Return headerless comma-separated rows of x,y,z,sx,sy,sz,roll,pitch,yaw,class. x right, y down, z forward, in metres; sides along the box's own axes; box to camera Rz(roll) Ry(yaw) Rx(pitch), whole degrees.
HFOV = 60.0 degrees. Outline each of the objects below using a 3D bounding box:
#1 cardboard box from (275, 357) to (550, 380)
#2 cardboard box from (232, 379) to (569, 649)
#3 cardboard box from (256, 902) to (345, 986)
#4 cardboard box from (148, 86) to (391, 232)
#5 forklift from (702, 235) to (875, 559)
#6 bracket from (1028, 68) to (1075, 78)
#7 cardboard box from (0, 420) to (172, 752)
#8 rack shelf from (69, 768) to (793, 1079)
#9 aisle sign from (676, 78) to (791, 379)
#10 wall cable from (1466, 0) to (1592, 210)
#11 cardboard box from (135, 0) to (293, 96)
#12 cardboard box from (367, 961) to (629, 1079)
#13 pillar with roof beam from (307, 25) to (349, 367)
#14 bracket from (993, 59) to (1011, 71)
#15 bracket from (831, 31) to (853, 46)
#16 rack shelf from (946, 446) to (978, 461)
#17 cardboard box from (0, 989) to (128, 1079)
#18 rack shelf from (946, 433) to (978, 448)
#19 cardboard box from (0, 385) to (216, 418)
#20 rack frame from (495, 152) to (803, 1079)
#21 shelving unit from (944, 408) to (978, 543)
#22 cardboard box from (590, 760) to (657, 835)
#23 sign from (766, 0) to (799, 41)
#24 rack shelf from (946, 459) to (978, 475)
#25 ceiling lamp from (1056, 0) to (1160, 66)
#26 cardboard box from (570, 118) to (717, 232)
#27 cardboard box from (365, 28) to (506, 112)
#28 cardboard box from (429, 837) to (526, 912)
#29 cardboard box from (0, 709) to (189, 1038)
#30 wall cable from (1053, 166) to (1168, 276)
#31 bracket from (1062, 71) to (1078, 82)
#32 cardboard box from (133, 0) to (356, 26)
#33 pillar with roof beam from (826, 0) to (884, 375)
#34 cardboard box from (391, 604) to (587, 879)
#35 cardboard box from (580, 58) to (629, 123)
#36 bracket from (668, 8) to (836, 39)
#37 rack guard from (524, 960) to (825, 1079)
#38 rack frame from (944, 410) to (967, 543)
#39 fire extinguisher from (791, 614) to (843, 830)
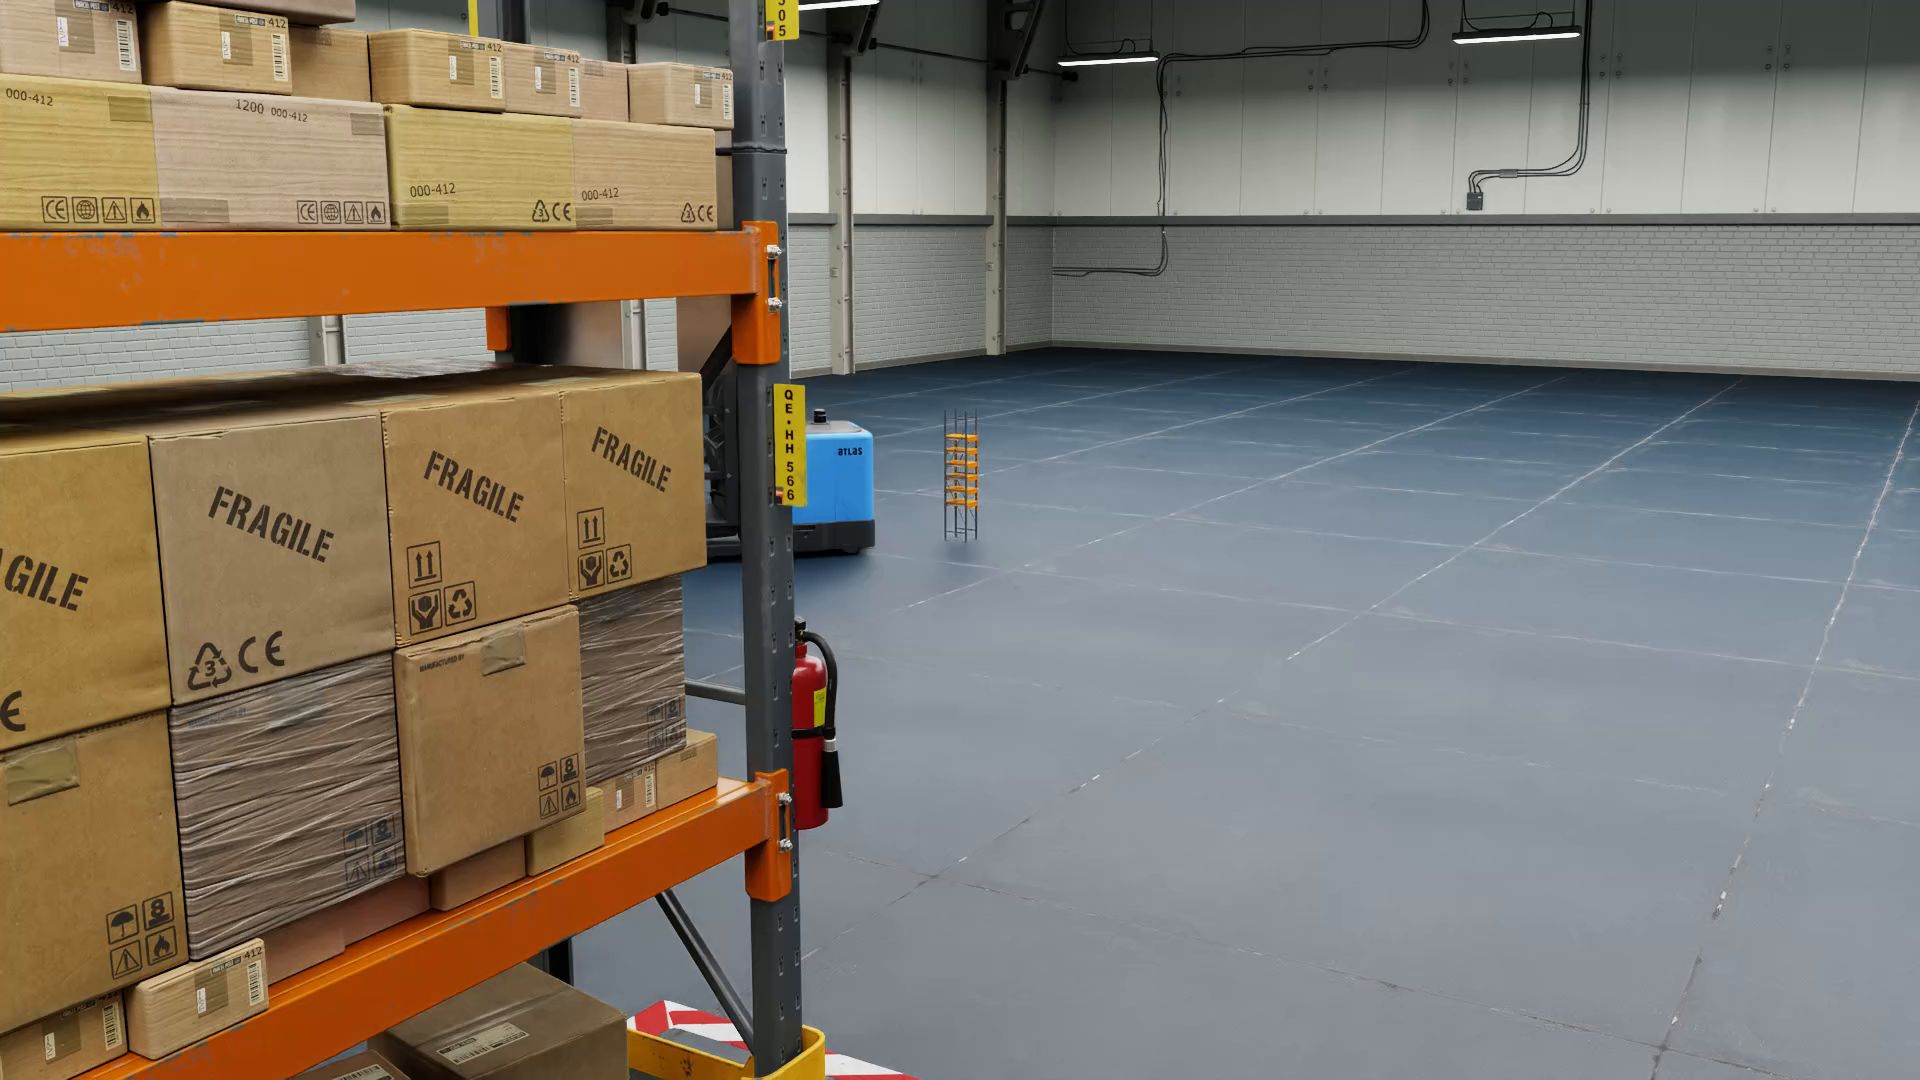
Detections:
-1.435,-0.210,4.424,0.500,0.500,0.500,6,12,31,cardboard box
-1.246,-0.081,3.736,0.500,0.500,0.500,6,12,31,cardboard box
-1.523,0.802,3.496,0.380,0.149,0.250,6,12,31,cardboard box
-1.480,-0.726,3.232,0.500,0.250,0.500,7,13,32,cardboard box
-2.319,-1.329,14.385,3.031,2.935,1.130,-3,11,-15,forklift
2.255,-10.728,38.319,0.076,0.066,3.189,6,12,31,bracket
-1.774,0.075,2.902,0.500,0.500,0.500,6,12,31,cardboard box
-1.955,1.084,3.262,1.077,0.370,4.000,6,12,31,rack shelf
-0.628,-0.843,4.536,0.394,0.787,0.004,6,12,31,aisle sign
11.578,-9.747,33.617,2.305,6.003,0.169,6,12,31,wall cable
-1.476,-0.903,3.095,0.380,0.149,0.250,6,12,28,cardboard box
-1.255,1.535,4.551,0.500,0.500,0.500,9,14,41,cardboard box
-4.853,-5.406,19.670,9.100,9.000,0.400,6,12,31,pillar with roof beam
0.901,-10.318,36.127,0.235,0.232,0.430,6,12,31,bracket
-2.215,-9.374,31.087,0.235,0.232,0.430,6,12,31,bracket
0.008,-0.784,15.116,0.258,0.103,0.180,6,12,31,rack shelf
-1.767,0.883,3.066,0.380,0.149,0.250,6,12,31,cardboard box
0.008,-0.902,15.094,0.258,0.103,0.180,6,12,31,rack shelf
-1.959,-0.054,3.587,0.500,0.500,0.500,6,12,31,cardboard box
-0.917,0.416,4.876,1.000,3.000,0.127,6,12,31,rack frame
0.008,-0.592,15.152,0.258,1.200,0.189,6,12,31,shelving unit
-1.019,0.643,4.344,0.380,0.149,0.250,6,12,31,cardboard box
-0.453,-1.437,4.218,0.100,0.325,0.005,6,12,31,sign
0.008,-0.666,15.138,0.258,0.103,0.180,6,12,31,rack shelf
2.866,-10.455,30.781,2.000,3.185,0.800,6,12,31,ceiling lamp
-0.950,-0.884,4.079,0.500,0.250,0.500,7,13,32,cardboard box
-1.188,-0.982,3.517,0.380,0.149,0.250,6,12,31,cardboard box
-1.248,0.725,3.906,0.380,0.149,0.250,6,12,31,cardboard box
-1.949,0.547,3.098,0.875,0.500,0.500,6,12,31,cardboard box
3.472,-7.459,39.074,3.097,2.526,0.112,6,12,31,wall cable
2.562,-10.821,38.815,0.235,0.232,0.430,6,12,31,bracket
-1.505,-1.231,3.086,0.500,0.500,0.500,6,12,31,cardboard box
1.377,-7.293,29.751,9.100,9.000,0.548,6,12,31,pillar with roof beam
-1.383,0.395,3.910,0.875,0.500,0.500,6,12,31,cardboard box
-1.030,-1.077,4.026,0.380,0.149,0.250,6,12,29,cardboard box
-3.552,-8.969,28.922,0.076,0.066,4.783,6,12,31,bracket
-0.956,1.657,5.042,1.175,0.500,0.348,6,12,31,rack guard
-0.040,-0.578,15.075,0.240,1.200,0.006,6,12,31,rack frame
-0.464,0.480,4.744,0.296,0.674,0.183,6,12,31,fire extinguisher
